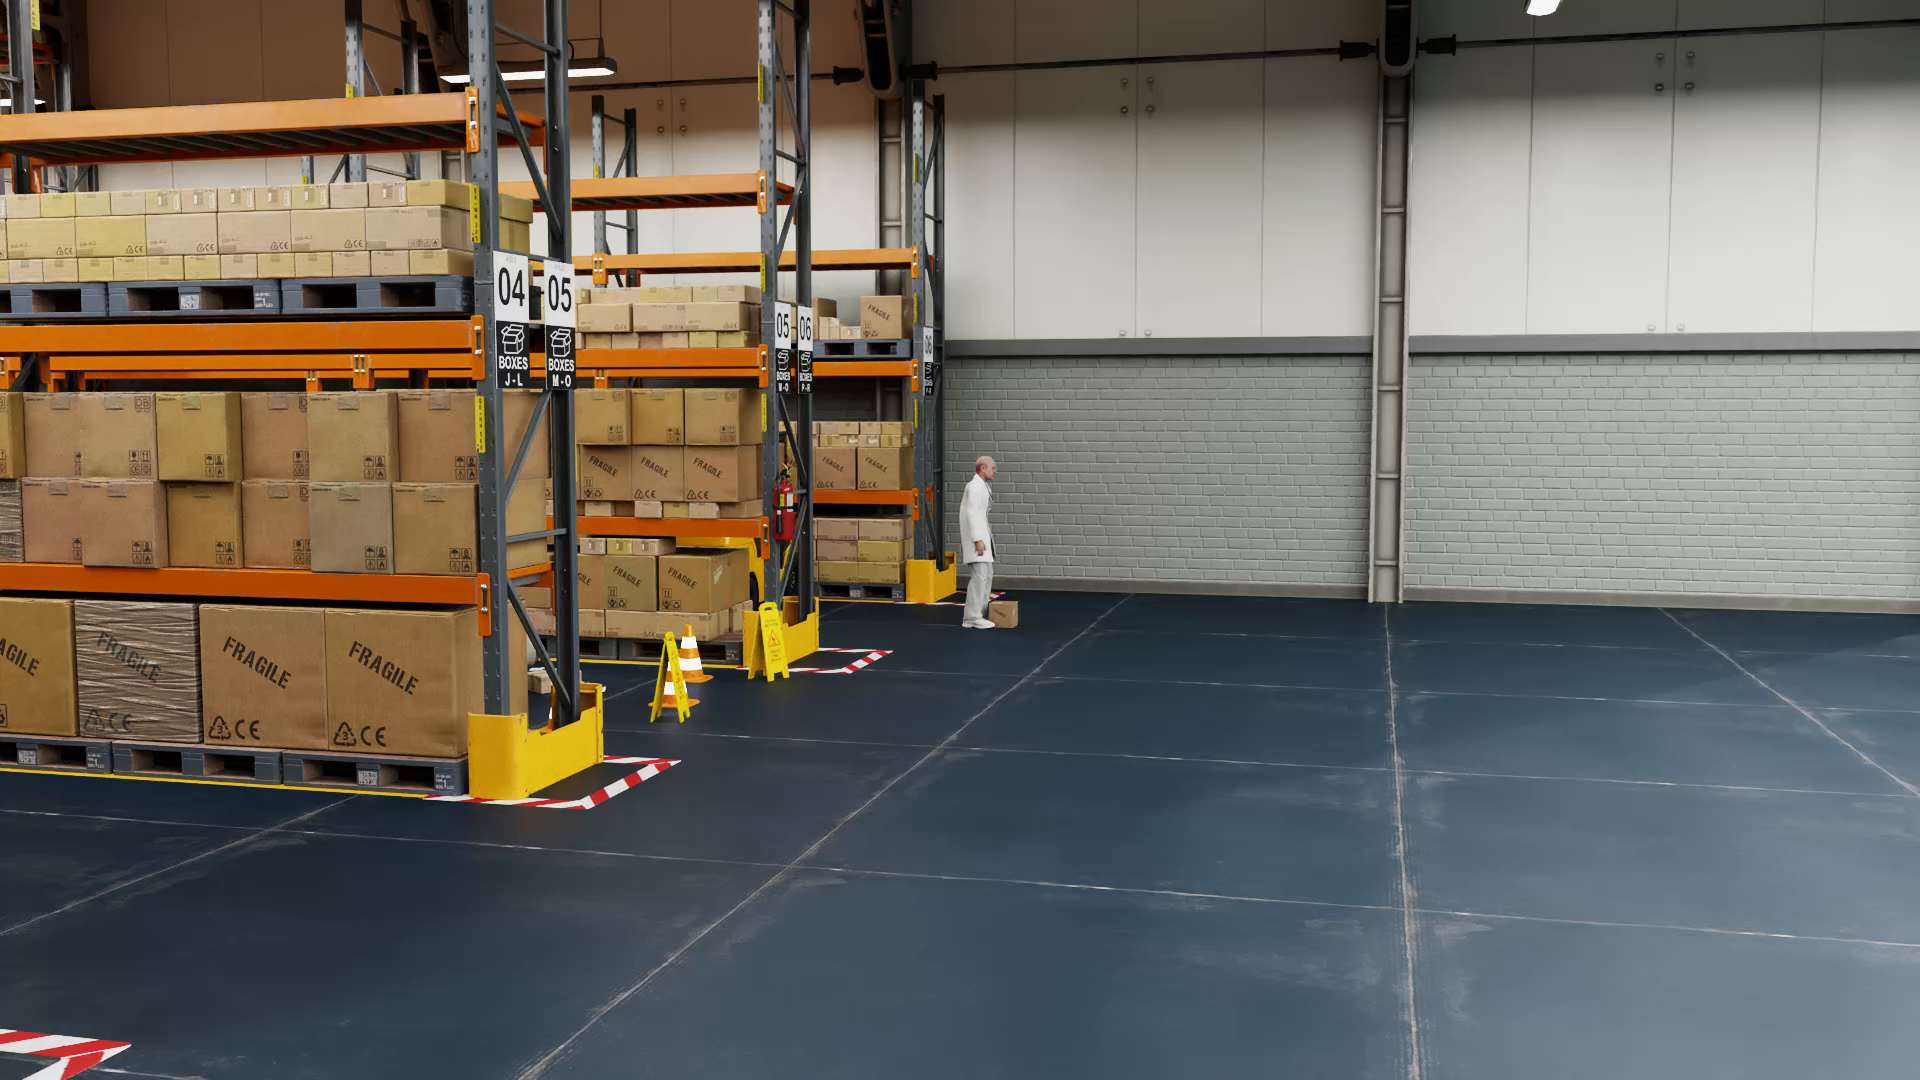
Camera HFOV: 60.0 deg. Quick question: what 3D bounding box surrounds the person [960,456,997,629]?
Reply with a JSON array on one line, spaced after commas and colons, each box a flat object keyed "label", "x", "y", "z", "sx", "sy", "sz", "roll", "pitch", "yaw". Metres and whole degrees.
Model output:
[{"label": "person", "x": 0.213, "y": 0.010, "z": 17.339, "sx": 0.424, "sy": 1.774, "sz": 0.653, "roll": 1, "pitch": 5, "yaw": 10}]
